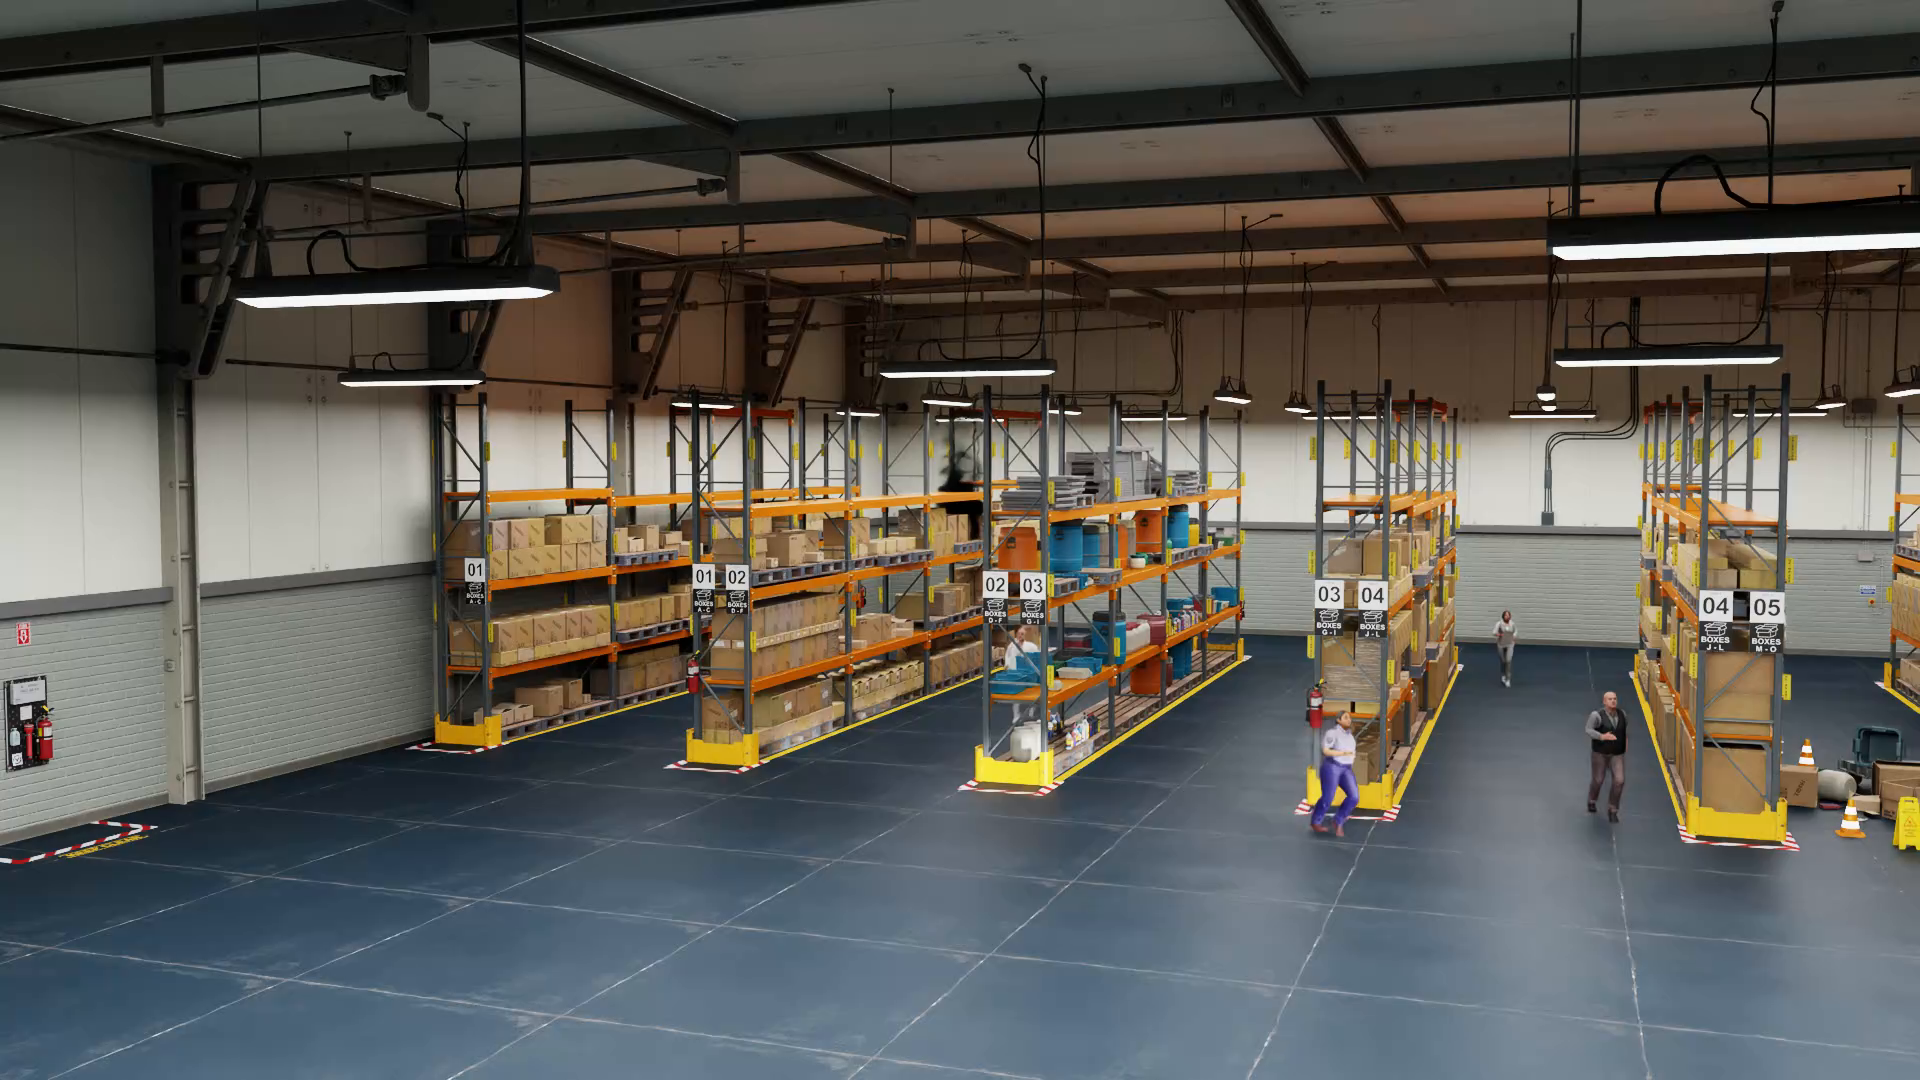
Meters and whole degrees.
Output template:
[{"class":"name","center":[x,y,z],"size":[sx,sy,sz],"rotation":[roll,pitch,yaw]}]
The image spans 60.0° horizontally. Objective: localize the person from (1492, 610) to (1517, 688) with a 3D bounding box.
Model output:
[{"class":"person","center":[11.641,2.311,35.565],"size":[0.517,1.634,0.776],"rotation":[1,3,15]}]

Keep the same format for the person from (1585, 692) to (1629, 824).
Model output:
[{"class":"person","center":[8.807,2.951,22.602],"size":[0.667,1.800,0.755],"rotation":[0,3,3]}]

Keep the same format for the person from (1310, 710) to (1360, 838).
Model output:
[{"class":"person","center":[4.958,3.051,21.681],"size":[0.605,1.678,0.686],"rotation":[-2,4,-31]}]

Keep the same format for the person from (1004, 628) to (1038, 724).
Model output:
[{"class":"person","center":[1.126,2.497,30.721],"size":[0.714,1.733,0.812],"rotation":[1,3,19]}]
